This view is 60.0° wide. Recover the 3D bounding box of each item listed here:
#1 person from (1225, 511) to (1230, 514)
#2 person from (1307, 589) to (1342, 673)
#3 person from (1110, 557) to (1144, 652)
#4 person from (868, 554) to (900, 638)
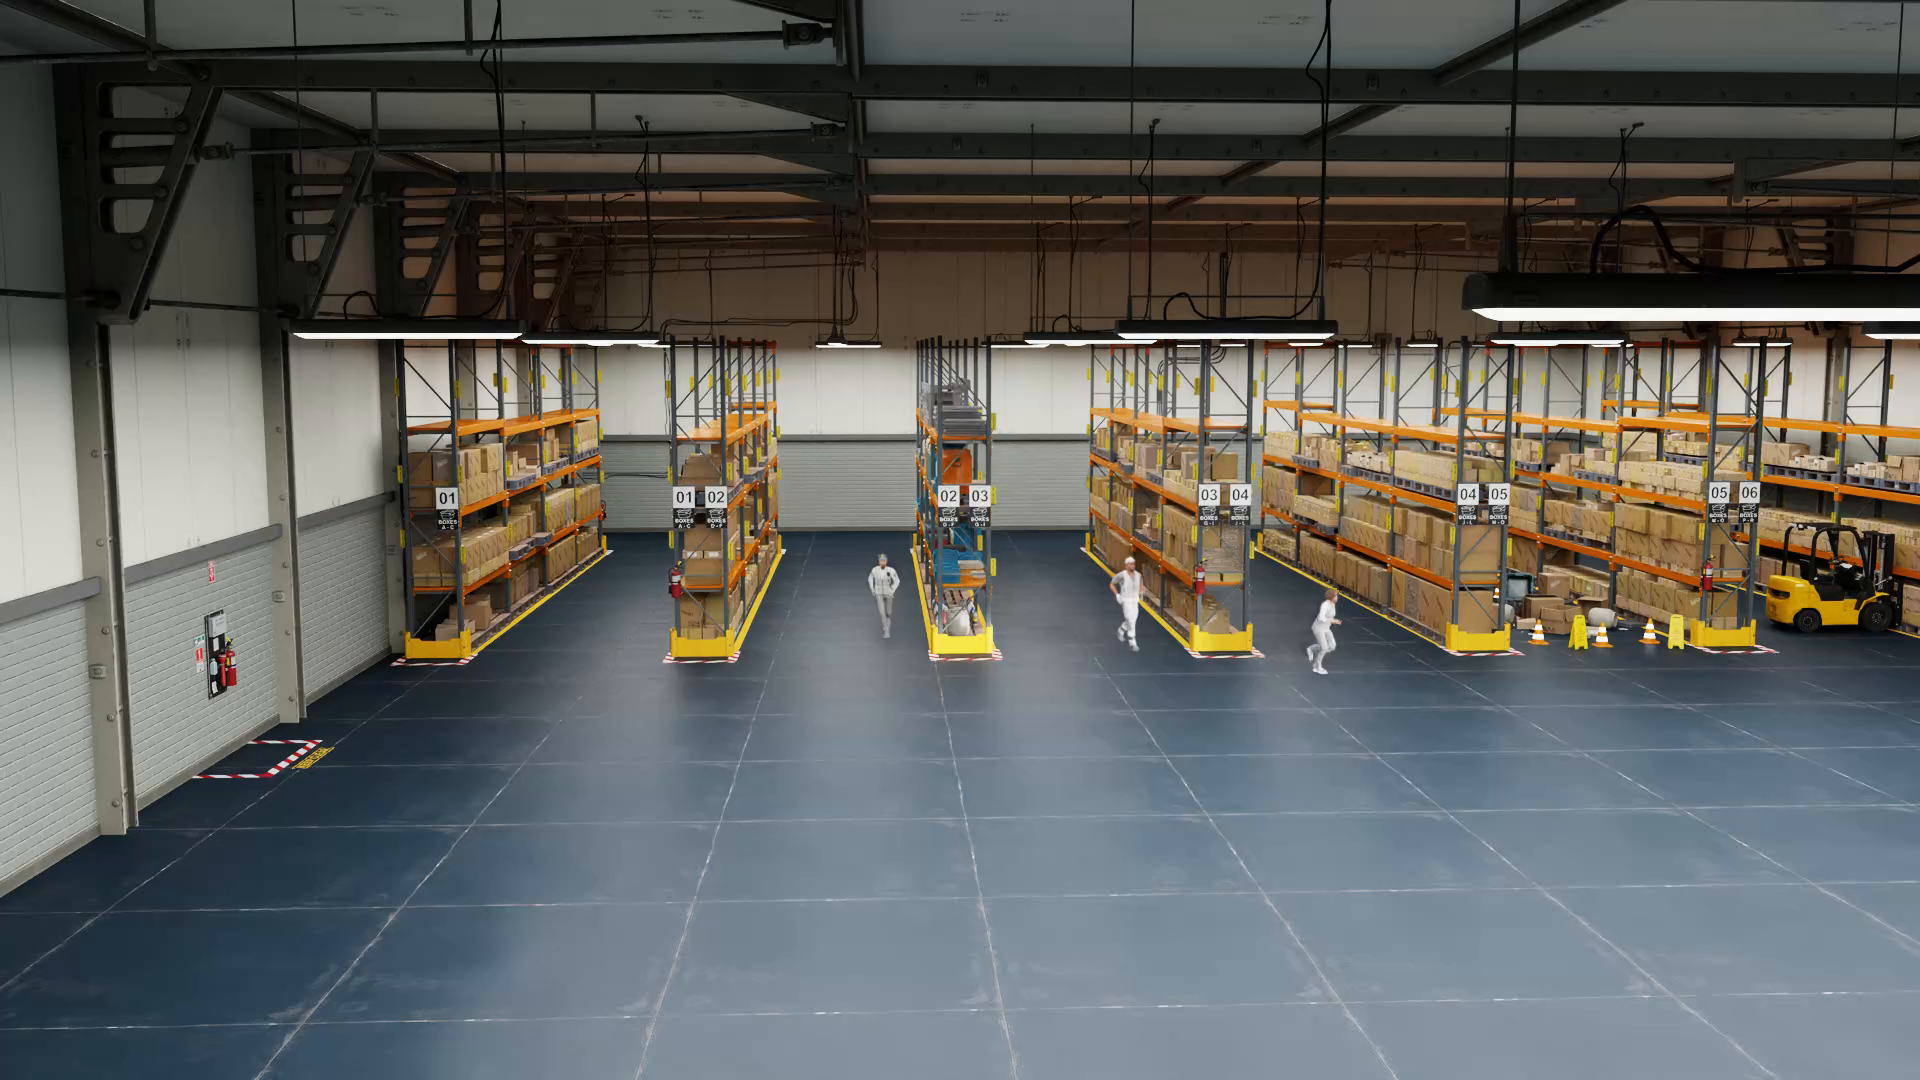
[{"bbox_3d":[7.747,-0.622,48.627,0.735,1.734,0.807,-4,8,-34],"label":"person"},{"bbox_3d":[6.502,1.634,29.553,0.620,1.506,0.517,5,8,38],"label":"person"},{"bbox_3d":[3.237,1.209,32.078,0.660,1.796,0.881,-3,7,-27],"label":"person"},{"bbox_3d":[-1.542,1.096,33.630,0.643,1.677,0.755,0,6,1],"label":"person"}]
